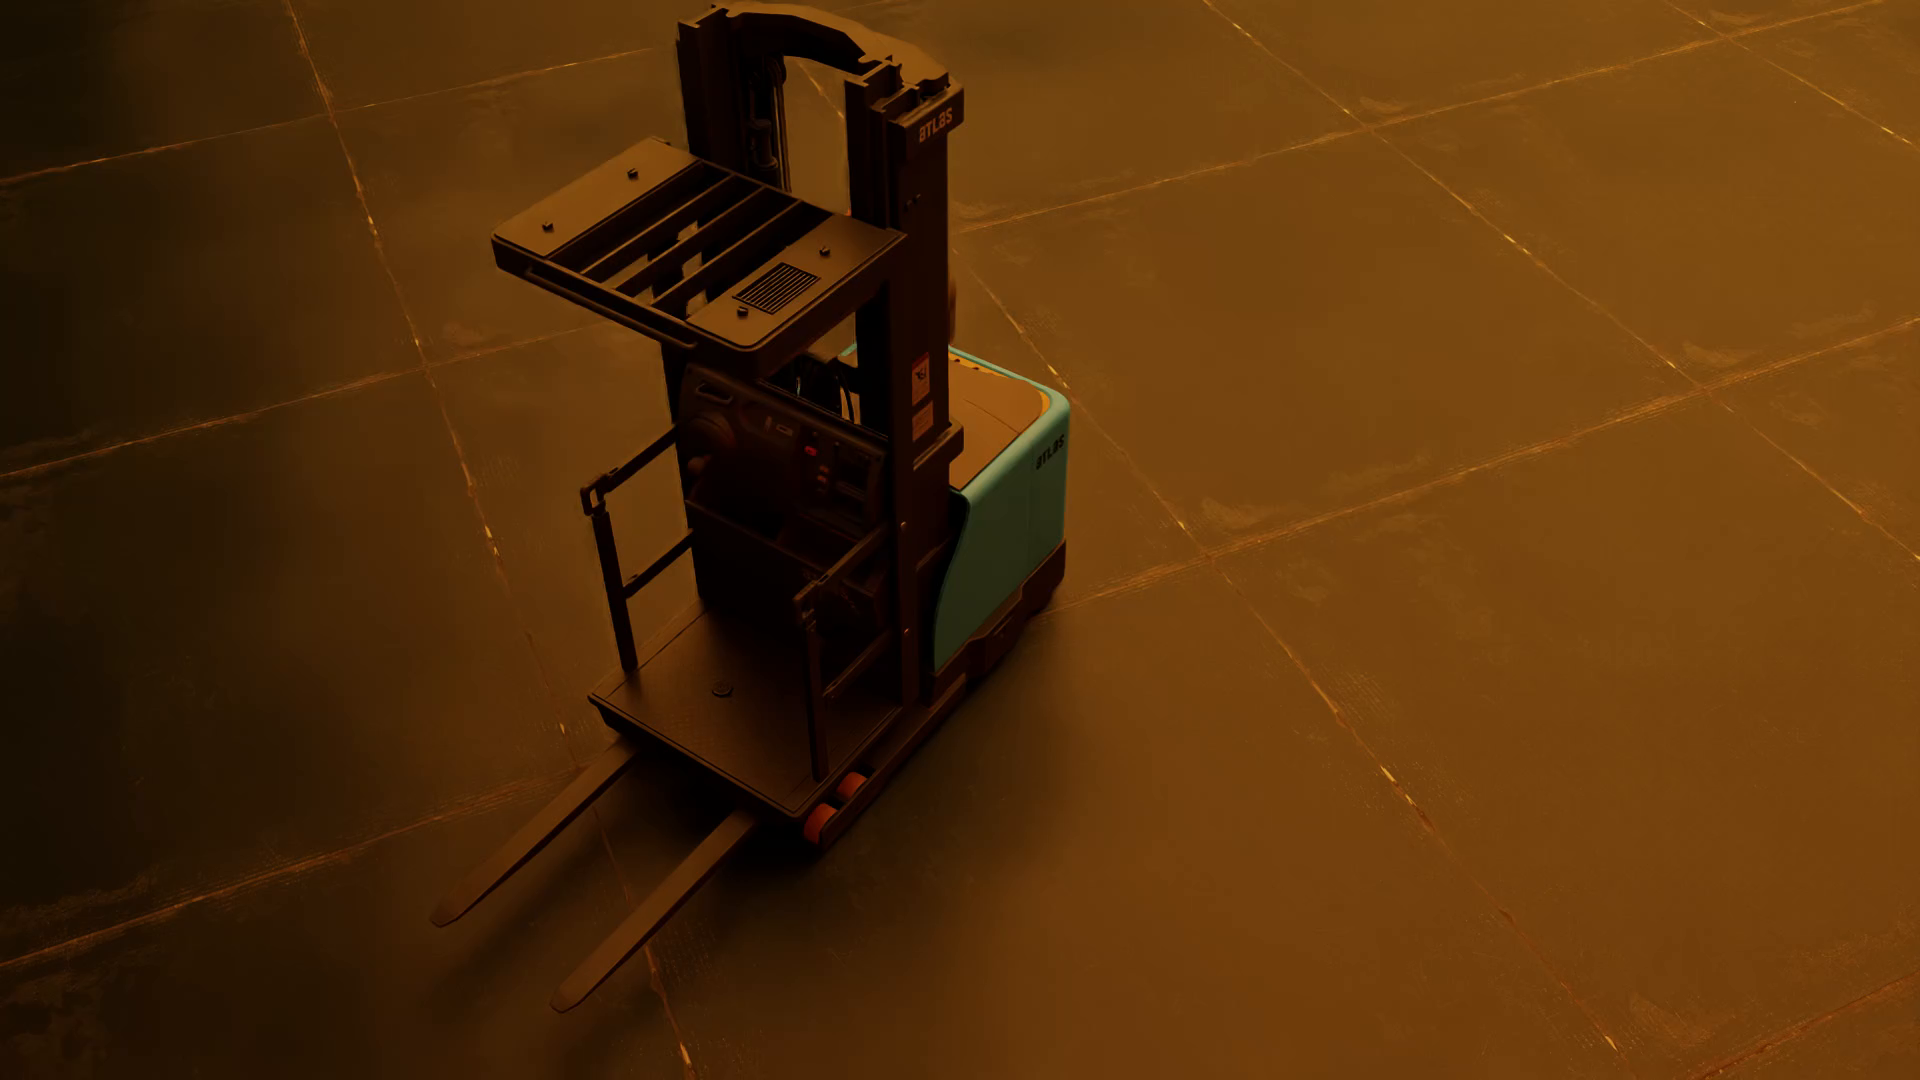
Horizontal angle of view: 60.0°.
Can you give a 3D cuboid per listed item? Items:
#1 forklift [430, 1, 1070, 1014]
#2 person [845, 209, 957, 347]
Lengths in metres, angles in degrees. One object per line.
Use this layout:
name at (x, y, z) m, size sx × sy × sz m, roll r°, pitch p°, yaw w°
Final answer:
forklift at (-0.782, -0.248, 5.946) m, size 1.130 × 2.935 × 3.031 m, roll 26°, pitch 49°, yaw 25°
person at (-0.279, -1.205, 8.137) m, size 0.625 × 1.428 × 0.895 m, roll -24°, pitch 48°, yaw -24°
